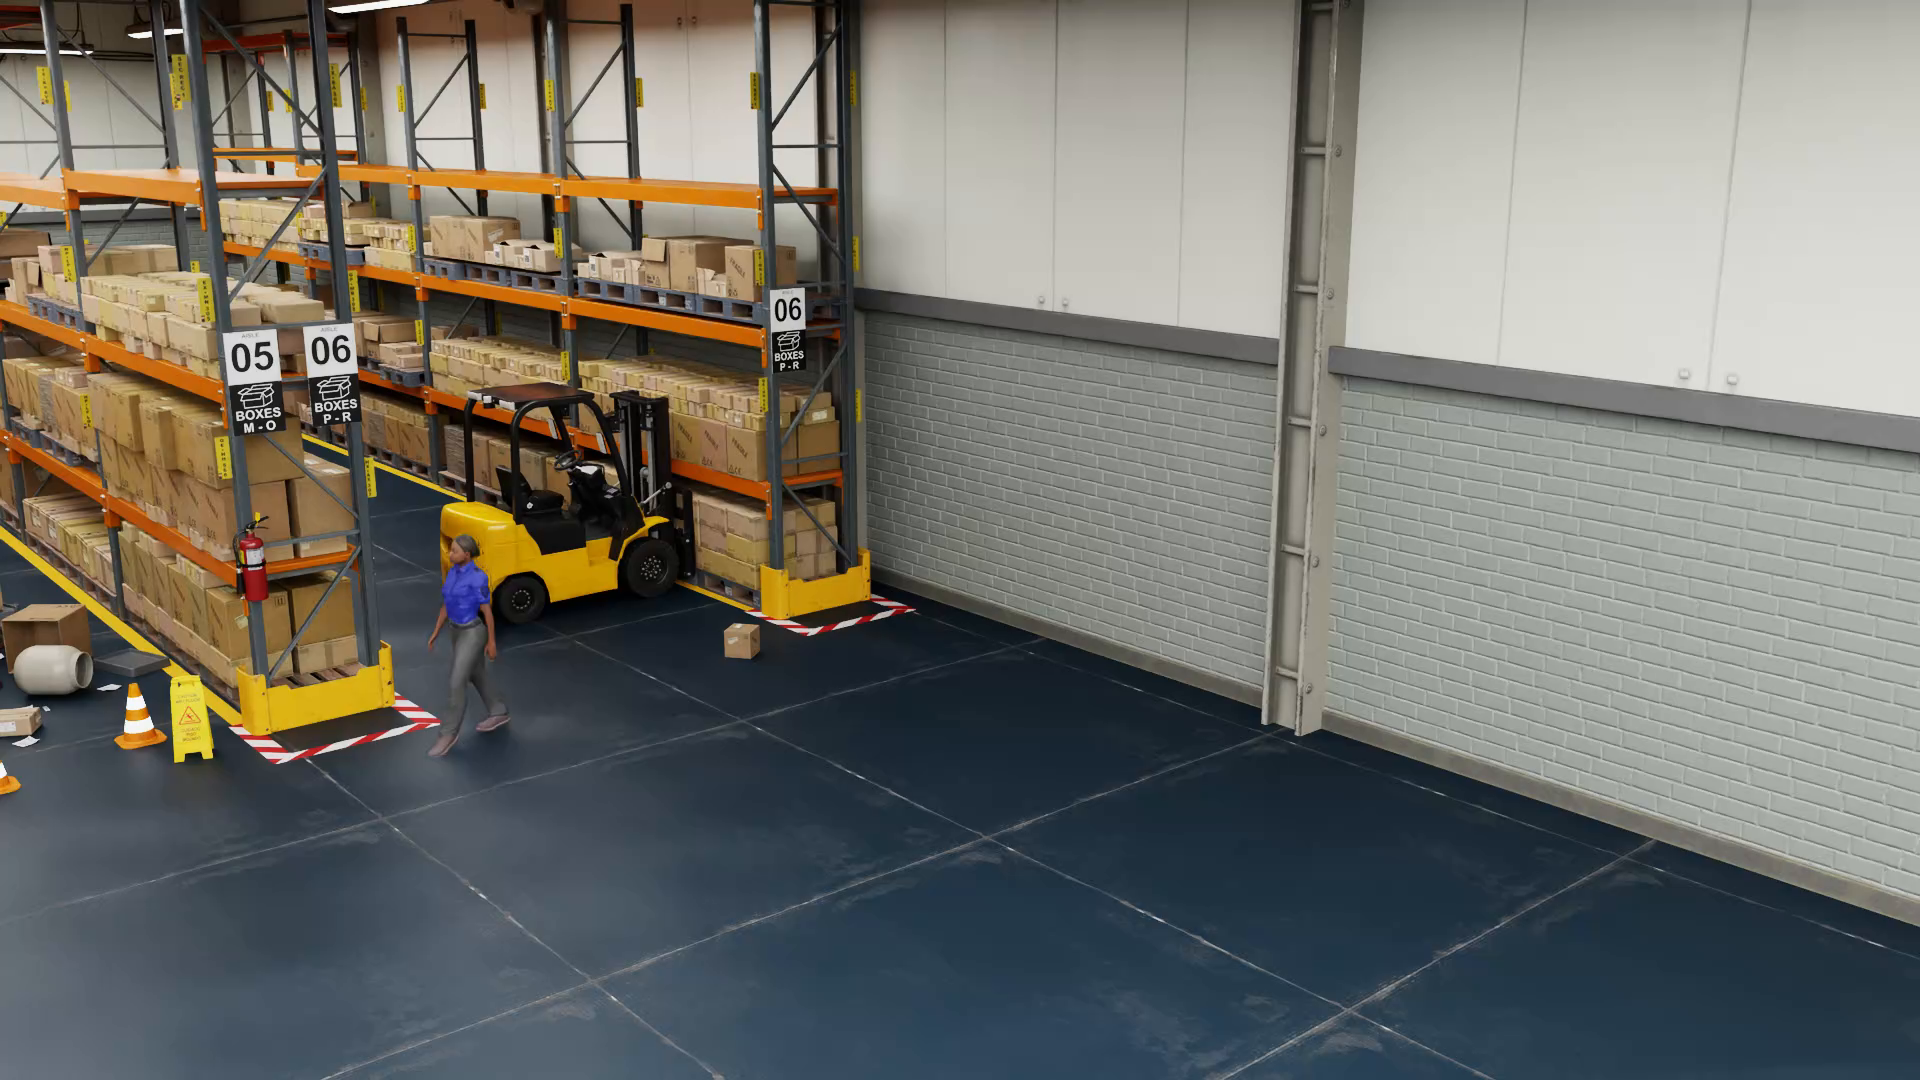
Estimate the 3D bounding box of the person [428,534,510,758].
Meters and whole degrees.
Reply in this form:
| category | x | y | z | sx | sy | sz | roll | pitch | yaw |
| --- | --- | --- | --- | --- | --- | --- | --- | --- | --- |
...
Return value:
| category | x | y | z | sx | sy | sz | roll | pitch | yaw |
| --- | --- | --- | --- | --- | --- | --- | --- | --- | --- |
| person | -3.902 | 0.783 | 12.943 | 0.792 | 1.671 | 0.486 | -13 | 19 | -42 |
